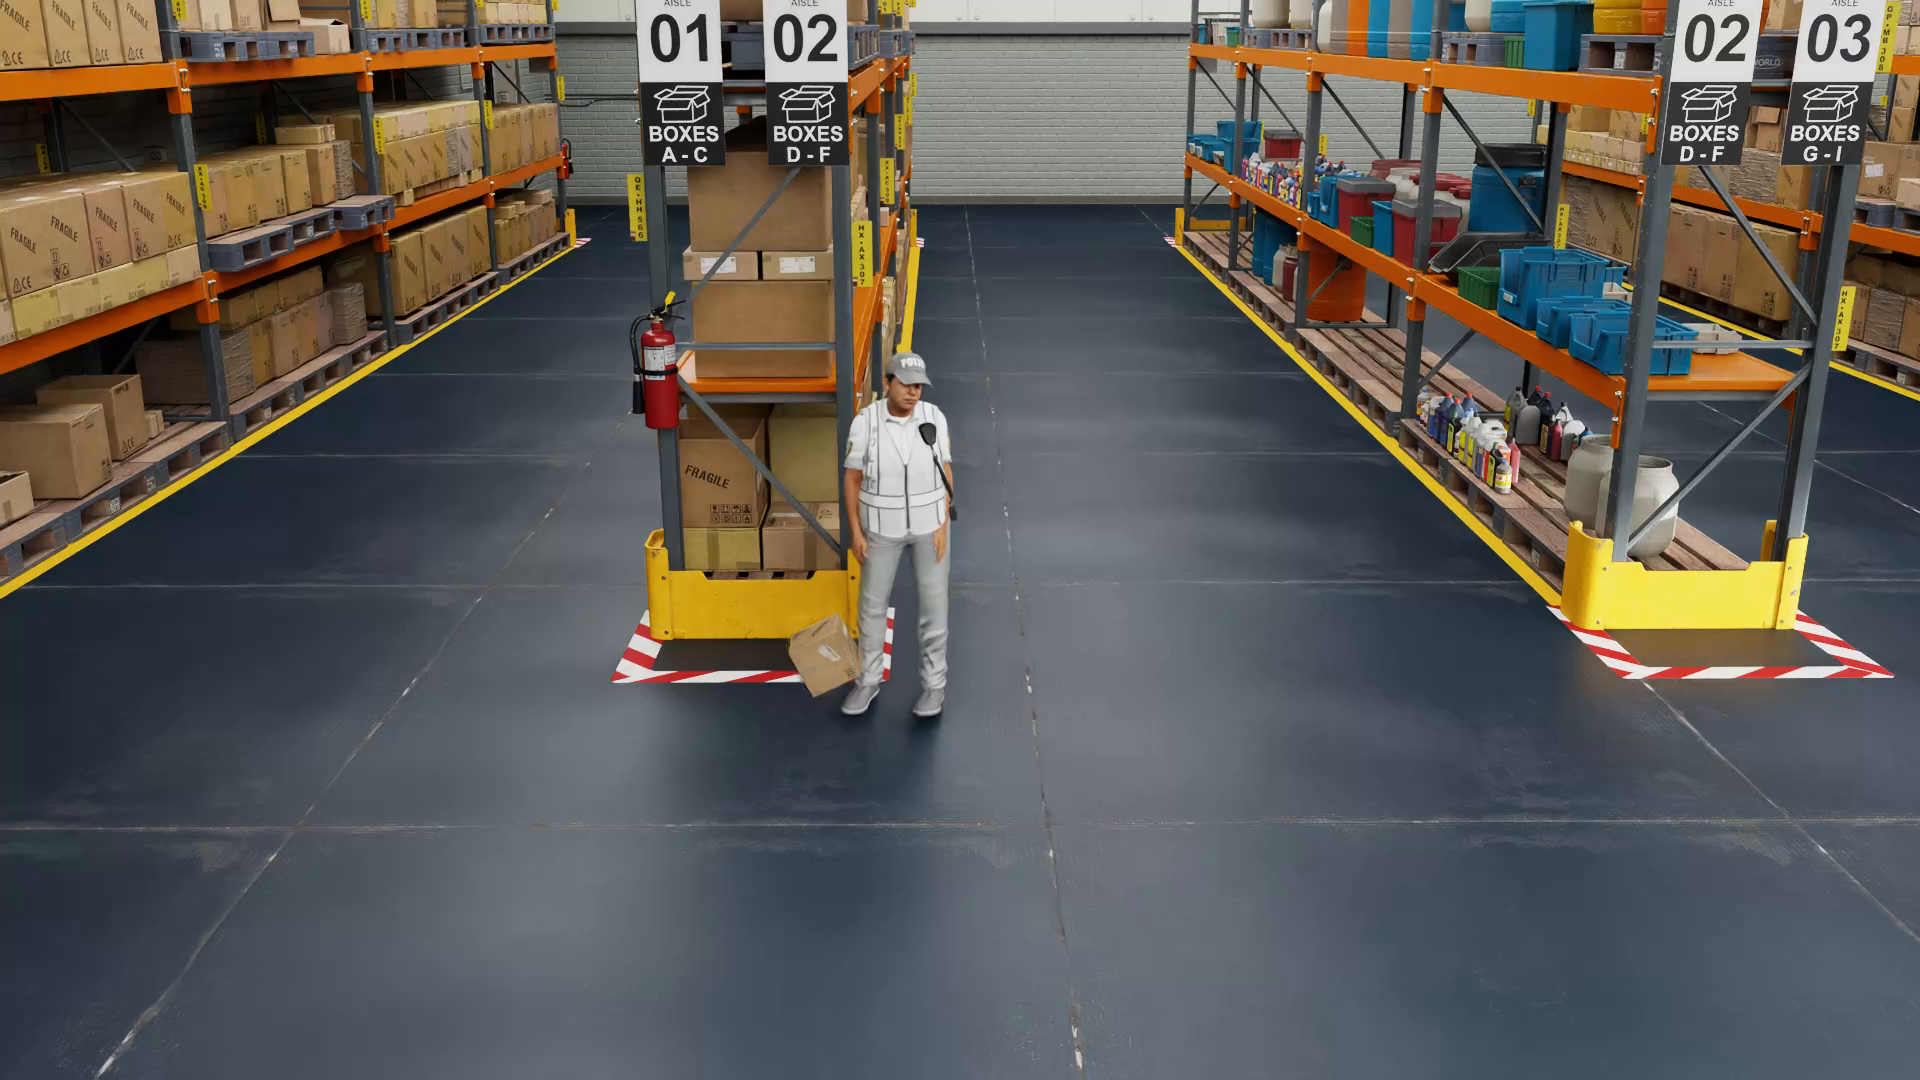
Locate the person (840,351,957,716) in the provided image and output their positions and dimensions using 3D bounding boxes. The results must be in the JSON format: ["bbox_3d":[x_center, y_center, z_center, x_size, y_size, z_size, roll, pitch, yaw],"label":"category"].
[{"bbox_3d":[-0.284,-0.022,7.548,0.556,1.675,0.492,-2,17,-6],"label":"person"}]
